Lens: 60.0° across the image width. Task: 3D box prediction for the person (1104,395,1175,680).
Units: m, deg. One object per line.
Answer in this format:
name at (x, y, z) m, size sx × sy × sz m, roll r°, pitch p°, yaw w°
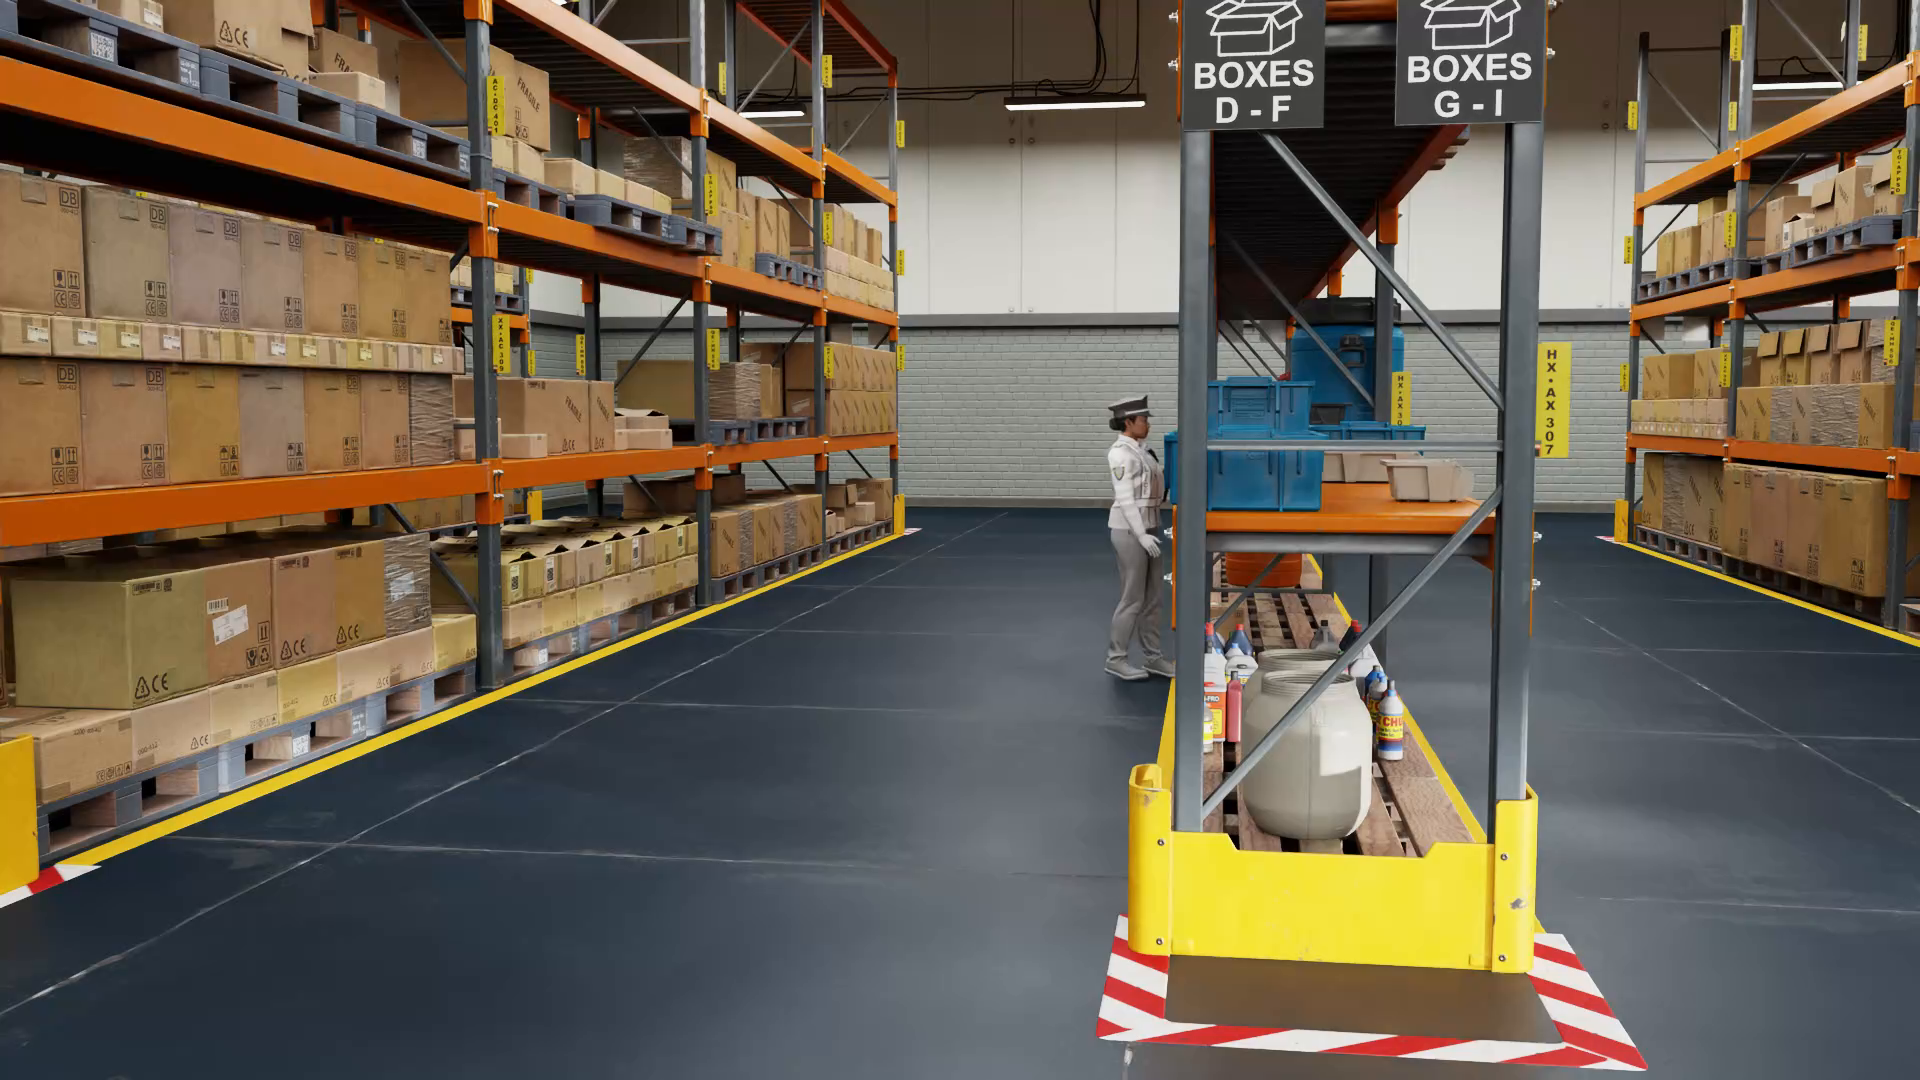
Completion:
person at (1.102, -0.015, 9.895) m, size 0.464 × 1.692 × 0.519 m, roll 2°, pitch 5°, yaw 25°
